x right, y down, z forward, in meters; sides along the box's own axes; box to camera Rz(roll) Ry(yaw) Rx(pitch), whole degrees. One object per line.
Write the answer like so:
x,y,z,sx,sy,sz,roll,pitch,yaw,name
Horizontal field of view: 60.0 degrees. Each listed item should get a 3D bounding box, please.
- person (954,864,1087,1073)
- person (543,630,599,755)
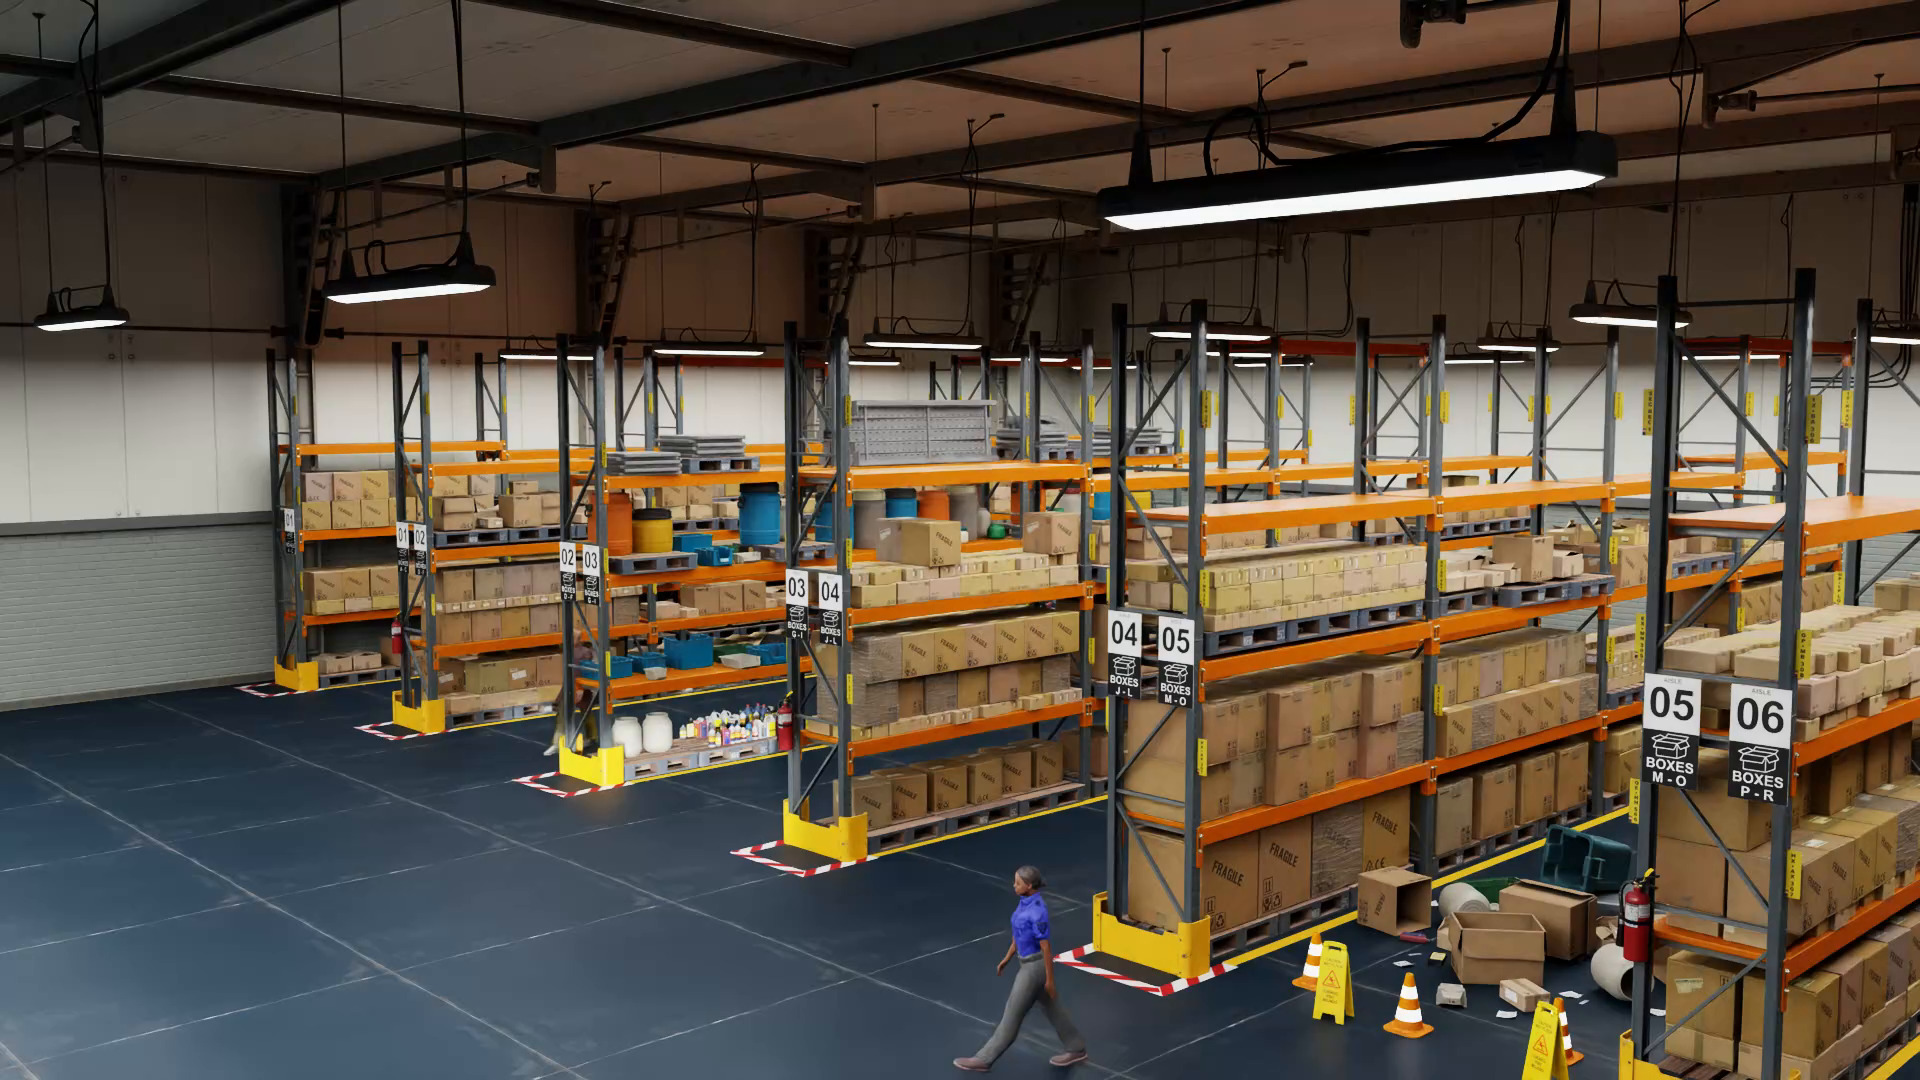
0.466,3.252,12.682,1.045,1.597,0.474,0,5,-2,person
-5.625,2.199,24.220,0.614,1.794,0.887,2,5,21,person
